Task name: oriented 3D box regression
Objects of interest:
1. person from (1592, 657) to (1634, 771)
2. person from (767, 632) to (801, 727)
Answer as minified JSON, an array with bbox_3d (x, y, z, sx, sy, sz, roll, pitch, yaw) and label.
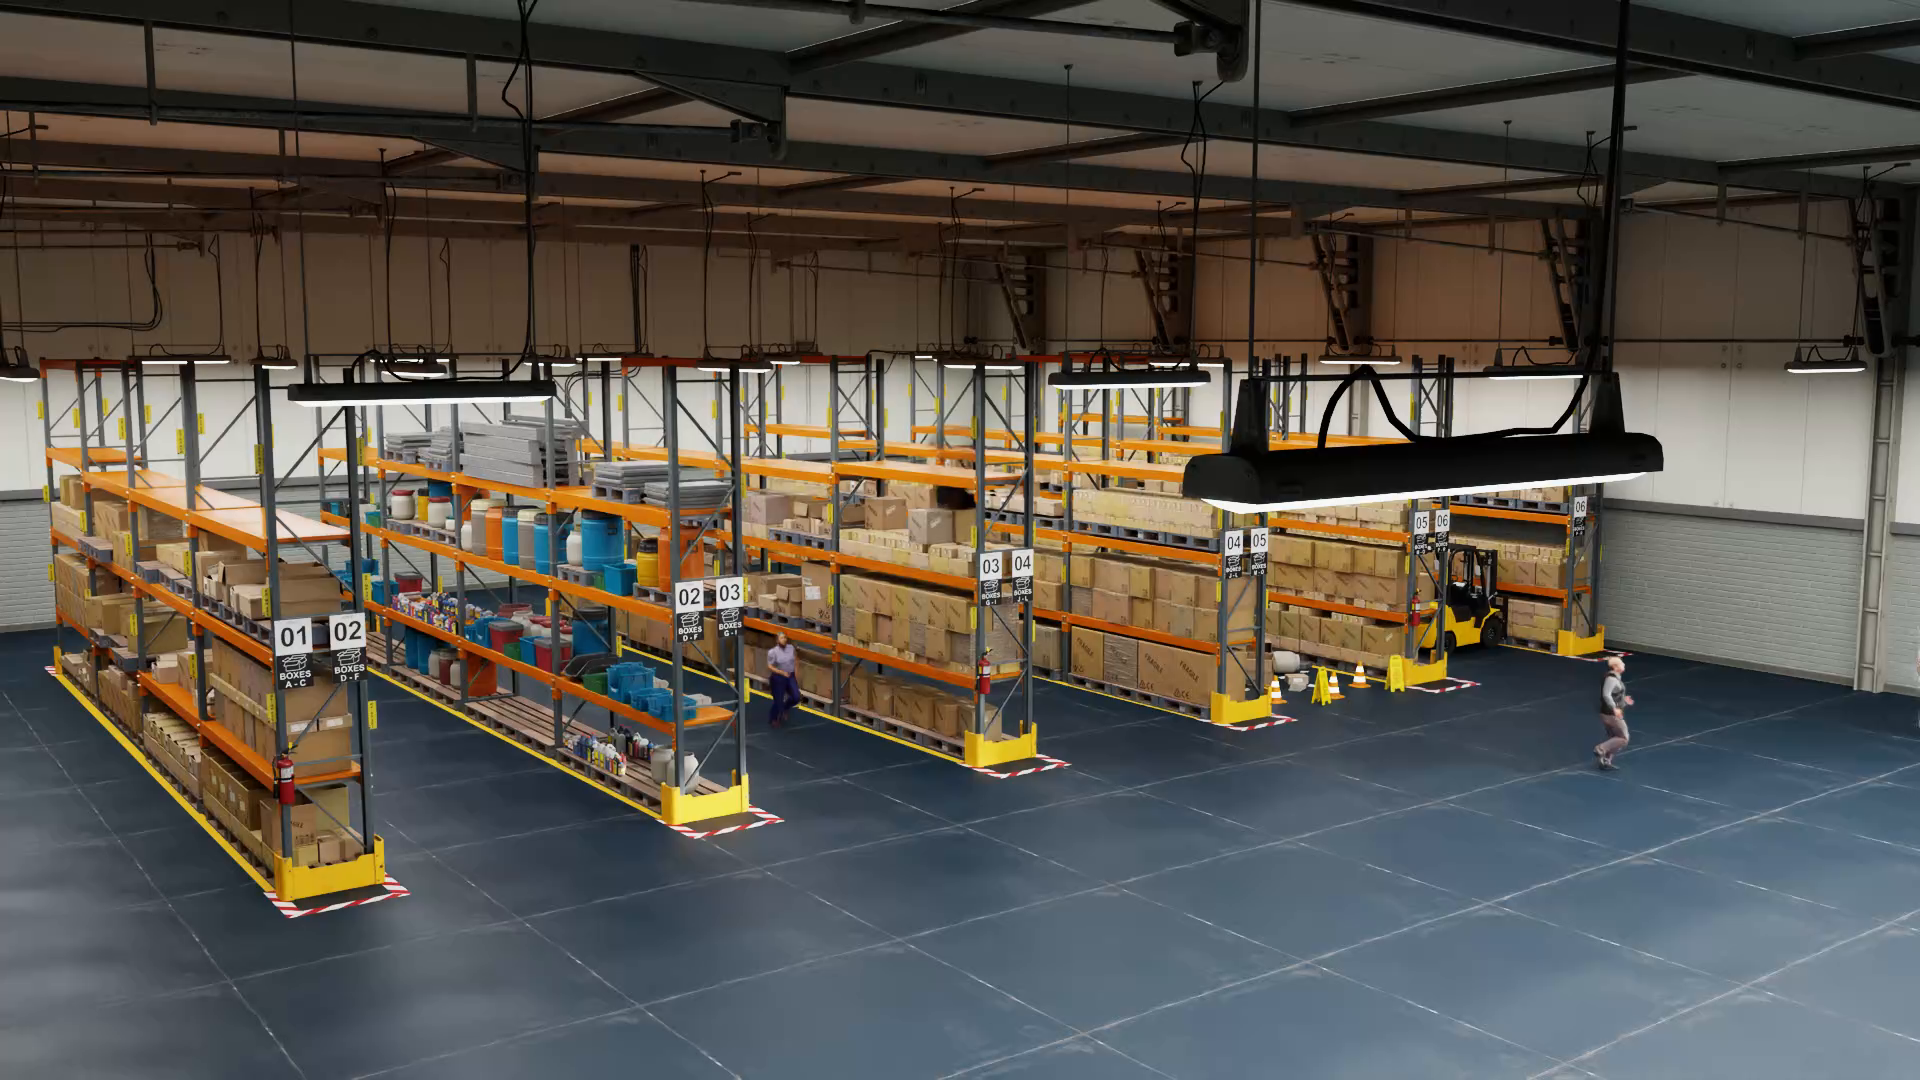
[{"bbox_3d":[9.635,2.561,24.522,0.610,1.693,0.652,1,7,10],"label":"person"},{"bbox_3d":[-2.861,2.283,27.147,0.628,1.601,0.697,-4,8,-32],"label":"person"}]
